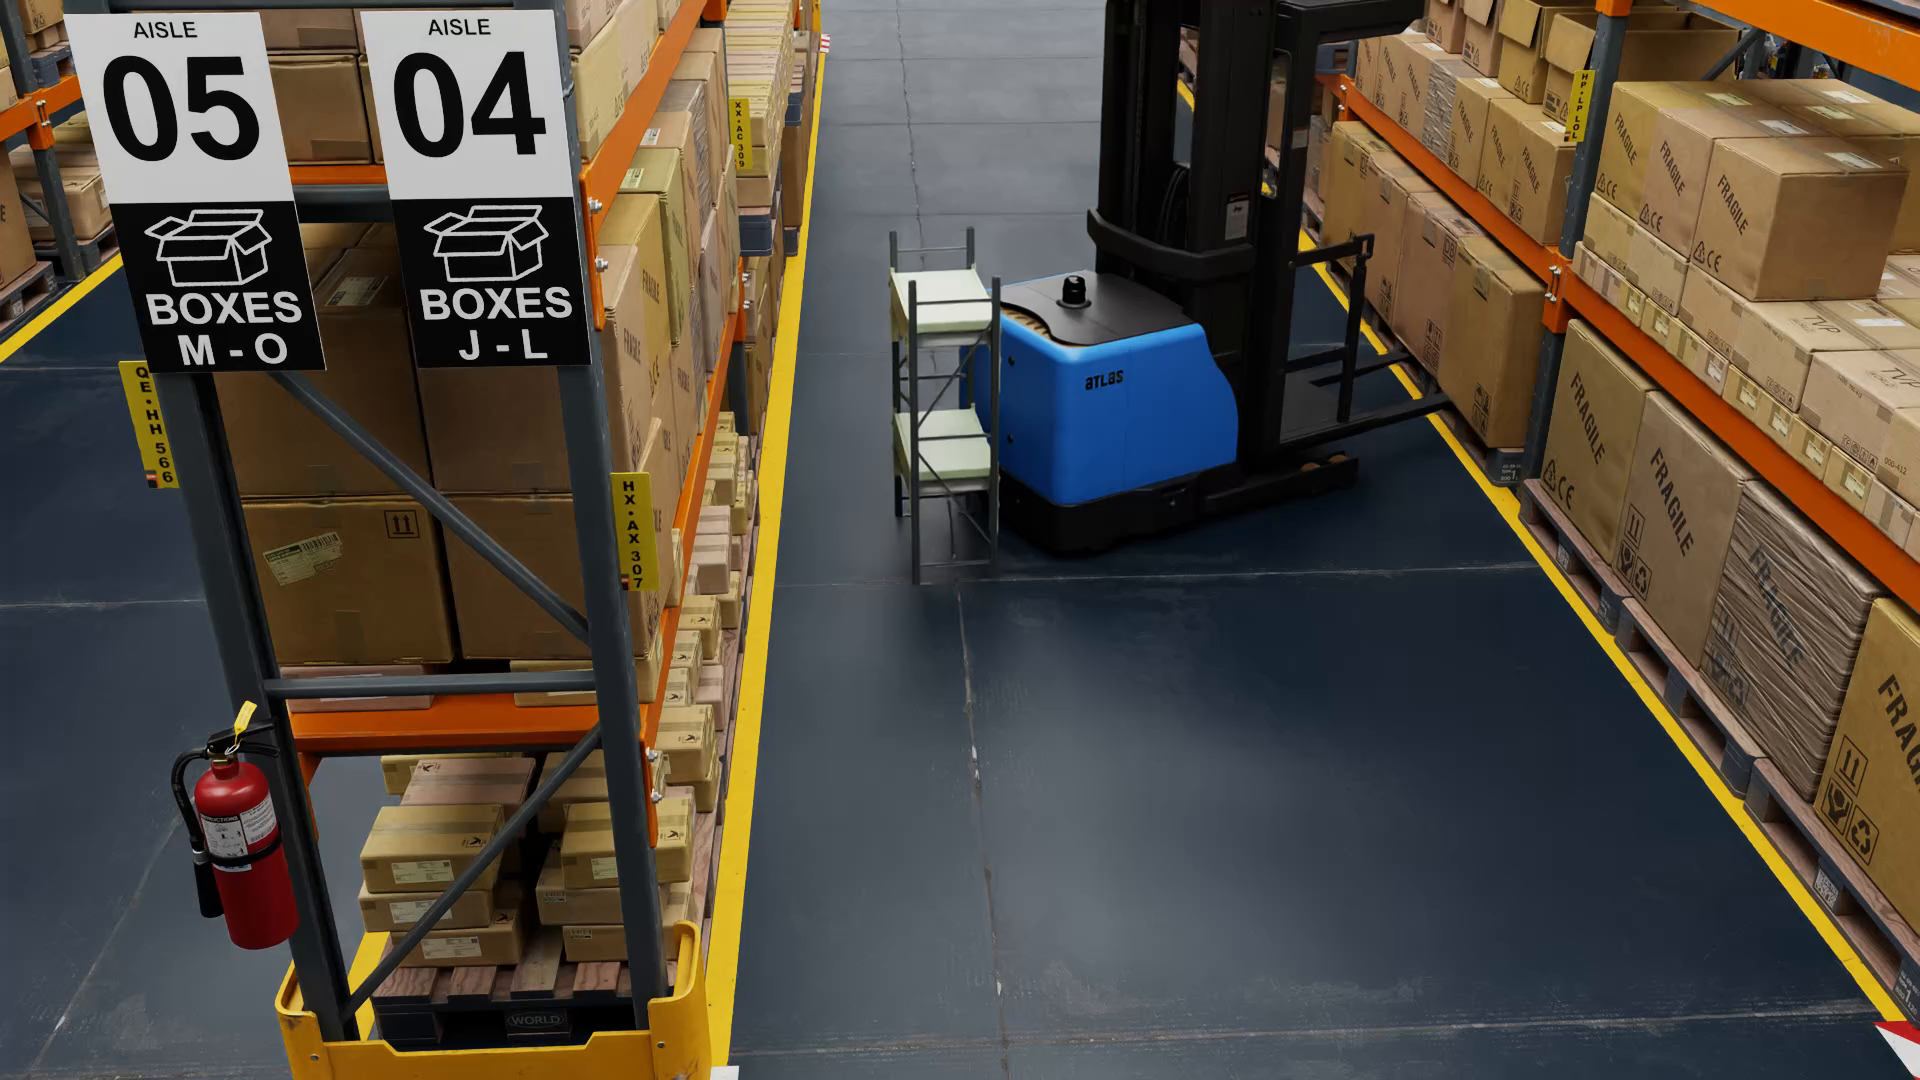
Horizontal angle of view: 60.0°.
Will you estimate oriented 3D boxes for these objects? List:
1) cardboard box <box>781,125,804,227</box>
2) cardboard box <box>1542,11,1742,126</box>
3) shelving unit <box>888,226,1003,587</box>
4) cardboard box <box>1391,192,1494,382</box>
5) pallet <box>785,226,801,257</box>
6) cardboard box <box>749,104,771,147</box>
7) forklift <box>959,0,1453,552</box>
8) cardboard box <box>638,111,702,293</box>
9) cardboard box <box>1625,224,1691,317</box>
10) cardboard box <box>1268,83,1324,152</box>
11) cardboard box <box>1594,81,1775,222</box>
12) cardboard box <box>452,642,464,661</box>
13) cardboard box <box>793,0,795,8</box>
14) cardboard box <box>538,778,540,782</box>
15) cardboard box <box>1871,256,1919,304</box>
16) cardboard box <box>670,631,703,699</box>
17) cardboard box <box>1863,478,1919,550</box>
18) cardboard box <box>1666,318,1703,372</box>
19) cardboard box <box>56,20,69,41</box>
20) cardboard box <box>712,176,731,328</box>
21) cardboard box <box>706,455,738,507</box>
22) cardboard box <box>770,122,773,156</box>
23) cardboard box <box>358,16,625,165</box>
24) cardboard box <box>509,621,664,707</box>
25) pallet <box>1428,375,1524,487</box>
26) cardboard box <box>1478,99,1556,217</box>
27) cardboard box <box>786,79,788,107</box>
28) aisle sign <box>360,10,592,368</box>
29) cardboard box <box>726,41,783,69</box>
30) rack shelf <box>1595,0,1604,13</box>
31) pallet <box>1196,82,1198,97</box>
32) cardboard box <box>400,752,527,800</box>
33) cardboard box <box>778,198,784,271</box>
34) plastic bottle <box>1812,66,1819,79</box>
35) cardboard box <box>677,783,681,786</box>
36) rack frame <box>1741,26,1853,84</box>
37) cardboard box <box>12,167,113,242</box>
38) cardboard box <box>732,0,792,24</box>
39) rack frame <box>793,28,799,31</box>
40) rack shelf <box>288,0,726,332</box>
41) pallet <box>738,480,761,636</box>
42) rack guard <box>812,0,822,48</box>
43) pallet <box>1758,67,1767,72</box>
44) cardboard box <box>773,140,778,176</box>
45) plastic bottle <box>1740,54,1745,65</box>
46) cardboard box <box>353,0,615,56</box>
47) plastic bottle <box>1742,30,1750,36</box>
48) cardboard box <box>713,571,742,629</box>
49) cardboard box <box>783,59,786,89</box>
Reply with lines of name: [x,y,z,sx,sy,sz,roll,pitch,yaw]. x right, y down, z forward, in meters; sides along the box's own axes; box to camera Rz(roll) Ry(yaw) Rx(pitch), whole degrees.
cardboard box: [-1.705,-2.787,12.329,1.050,0.750,0.750,-2,28,-3]
cardboard box: [3.362,-2.325,8.271,0.797,0.503,0.637,-2,28,-4]
shelving unit: [-0.078,-0.628,7.832,0.431,1.500,0.755,-4,28,-7]
cardboard box: [3.303,-1.493,9.712,1.225,0.875,0.875,-2,28,-4]
pallet: [-1.729,-2.445,12.709,1.003,0.211,1.213,-1,28,-3]
cardboard box: [-1.116,-2.000,8.014,0.380,0.149,0.250,0,28,0]
forklift: [1.511,-1.730,8.398,3.031,2.935,1.130,-15,31,-27]
cardboard box: [-1.172,-1.163,5.725,0.500,0.500,0.500,-2,28,-4]
cardboard box: [3.188,-1.153,7.058,0.500,0.250,0.500,-2,28,-3]
cardboard box: [3.033,-3.559,14.058,0.700,0.500,0.500,-4,28,-7]
cardboard box: [3.174,-1.712,7.318,0.500,0.500,0.500,-1,28,-3]
cardboard box: [-1.620,0.231,4.835,0.380,0.149,0.250,-1,28,-3]
cardboard box: [-1.652,-4.739,13.984,0.500,0.500,0.500,-2,28,-3]
cardboard box: [-1.650,0.865,5.977,0.380,0.149,0.250,-1,28,-2]
cardboard box: [3.745,-0.934,6.638,0.500,0.250,0.500,-1,28,-2]
cardboard box: [-1.154,0.459,6.113,0.380,0.149,0.250,0,28,-1]
cardboard box: [3.226,-0.091,5.452,0.380,0.149,0.250,-1,28,-2]
cardboard box: [3.144,-0.803,6.817,0.380,0.149,0.250,-2,28,-3]
cardboard box: [-6.482,-3.637,11.798,0.380,0.149,0.250,-3,28,-6]
cardboard box: [-1.221,-1.188,6.854,0.500,0.500,0.500,-2,28,-4]
cardboard box: [-1.203,-0.264,7.498,0.380,0.149,0.250,-2,28,-3]
cardboard box: [-1.131,-1.987,8.313,0.380,0.149,0.250,-2,28,-4]
cardboard box: [-1.114,-1.098,4.029,0.500,0.250,0.500,0,28,-1]
cardboard box: [-1.035,0.333,4.639,0.380,0.149,0.250,-2,28,-3]
pallet: [3.288,-0.659,9.286,1.003,0.211,1.213,-1,28,-3]
cardboard box: [3.088,-2.023,8.778,0.500,0.500,0.500,-1,28,-1]
cardboard box: [-1.229,-2.700,10.001,0.380,0.149,0.250,-3,28,-5]
aisle sign: [-1.042,-0.747,3.627,0.394,0.787,0.004,-1,28,-3]
cardboard box: [-1.202,-2.721,9.398,0.380,0.149,0.250,-1,28,-1]
rack shelf: [3.300,-3.476,9.205,1.077,0.370,4.000,-1,28,-3]
pallet: [2.916,-4.308,16.282,1.003,0.211,1.213,-1,28,-3]
cardboard box: [-1.687,0.848,5.687,0.380,0.149,0.250,-2,28,-5]
cardboard box: [-1.468,-2.095,11.273,0.500,0.500,0.500,-2,28,-3]
plastic bottle: [8.348,-4.514,16.212,0.097,0.201,0.097,0,28,0]
cardboard box: [-1.169,0.974,5.767,0.380,0.149,0.250,-1,28,-2]
rack frame: [7.932,-5.355,15.274,1.000,3.000,0.127,-1,28,-3]
cardboard box: [-6.721,-2.431,12.055,0.950,0.372,0.625,-3,28,-6]
cardboard box: [-1.280,-3.438,10.773,0.380,0.149,0.250,-2,28,-5]
rack frame: [-1.972,-5.162,14.904,1.000,3.000,0.127,-1,28,-3]
rack shelf: [-1.450,-1.555,5.523,1.077,0.370,4.000,-1,28,-3]
pallet: [-1.484,0.078,7.873,1.003,0.211,1.213,-1,28,-3]
rack guard: [-2.182,-5.912,19.045,1.175,0.500,0.348,-1,28,-3]
pallet: [7.872,-4.995,17.598,1.003,0.211,1.213,-1,28,-3]
cardboard box: [-1.145,-1.979,8.619,0.380,0.149,0.250,-1,28,-2]
plastic bottle: [7.611,-4.666,16.342,0.144,0.351,0.185,-2,28,-4]
cardboard box: [-1.110,-1.319,3.914,0.500,0.250,0.500,-1,28,-2]
plastic bottle: [8.243,-5.235,17.513,0.152,0.276,0.135,-1,28,-2]
cardboard box: [-1.140,0.261,7.135,0.380,0.149,0.250,-1,28,-3]
cardboard box: [-1.213,-2.709,9.696,0.380,0.149,0.250,-1,28,-1]
